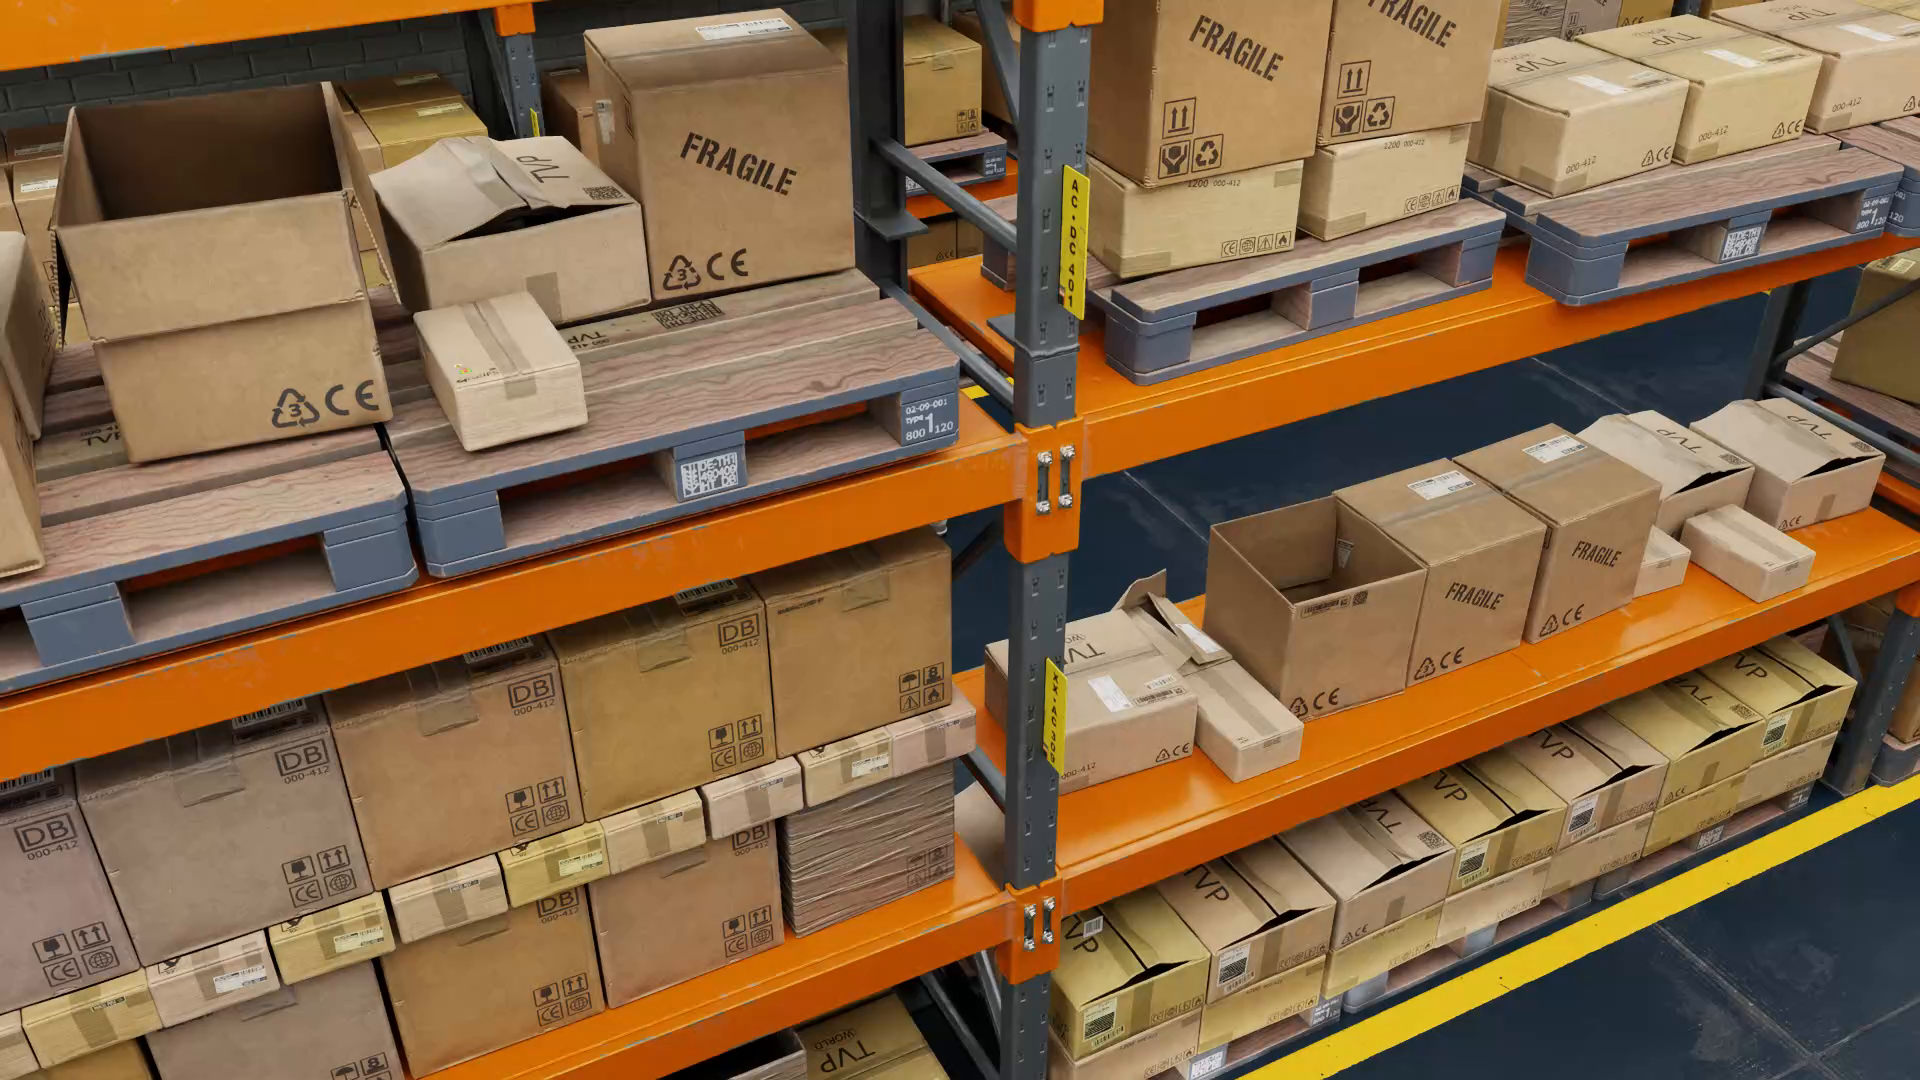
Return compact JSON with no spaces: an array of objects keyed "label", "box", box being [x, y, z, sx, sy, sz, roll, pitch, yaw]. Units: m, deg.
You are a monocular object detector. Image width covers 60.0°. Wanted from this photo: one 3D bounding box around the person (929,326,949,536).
[{"label":"person","box":[-0.300,-0.725,8.240,0.537,1.666,0.468,-16,36,-23]}]
